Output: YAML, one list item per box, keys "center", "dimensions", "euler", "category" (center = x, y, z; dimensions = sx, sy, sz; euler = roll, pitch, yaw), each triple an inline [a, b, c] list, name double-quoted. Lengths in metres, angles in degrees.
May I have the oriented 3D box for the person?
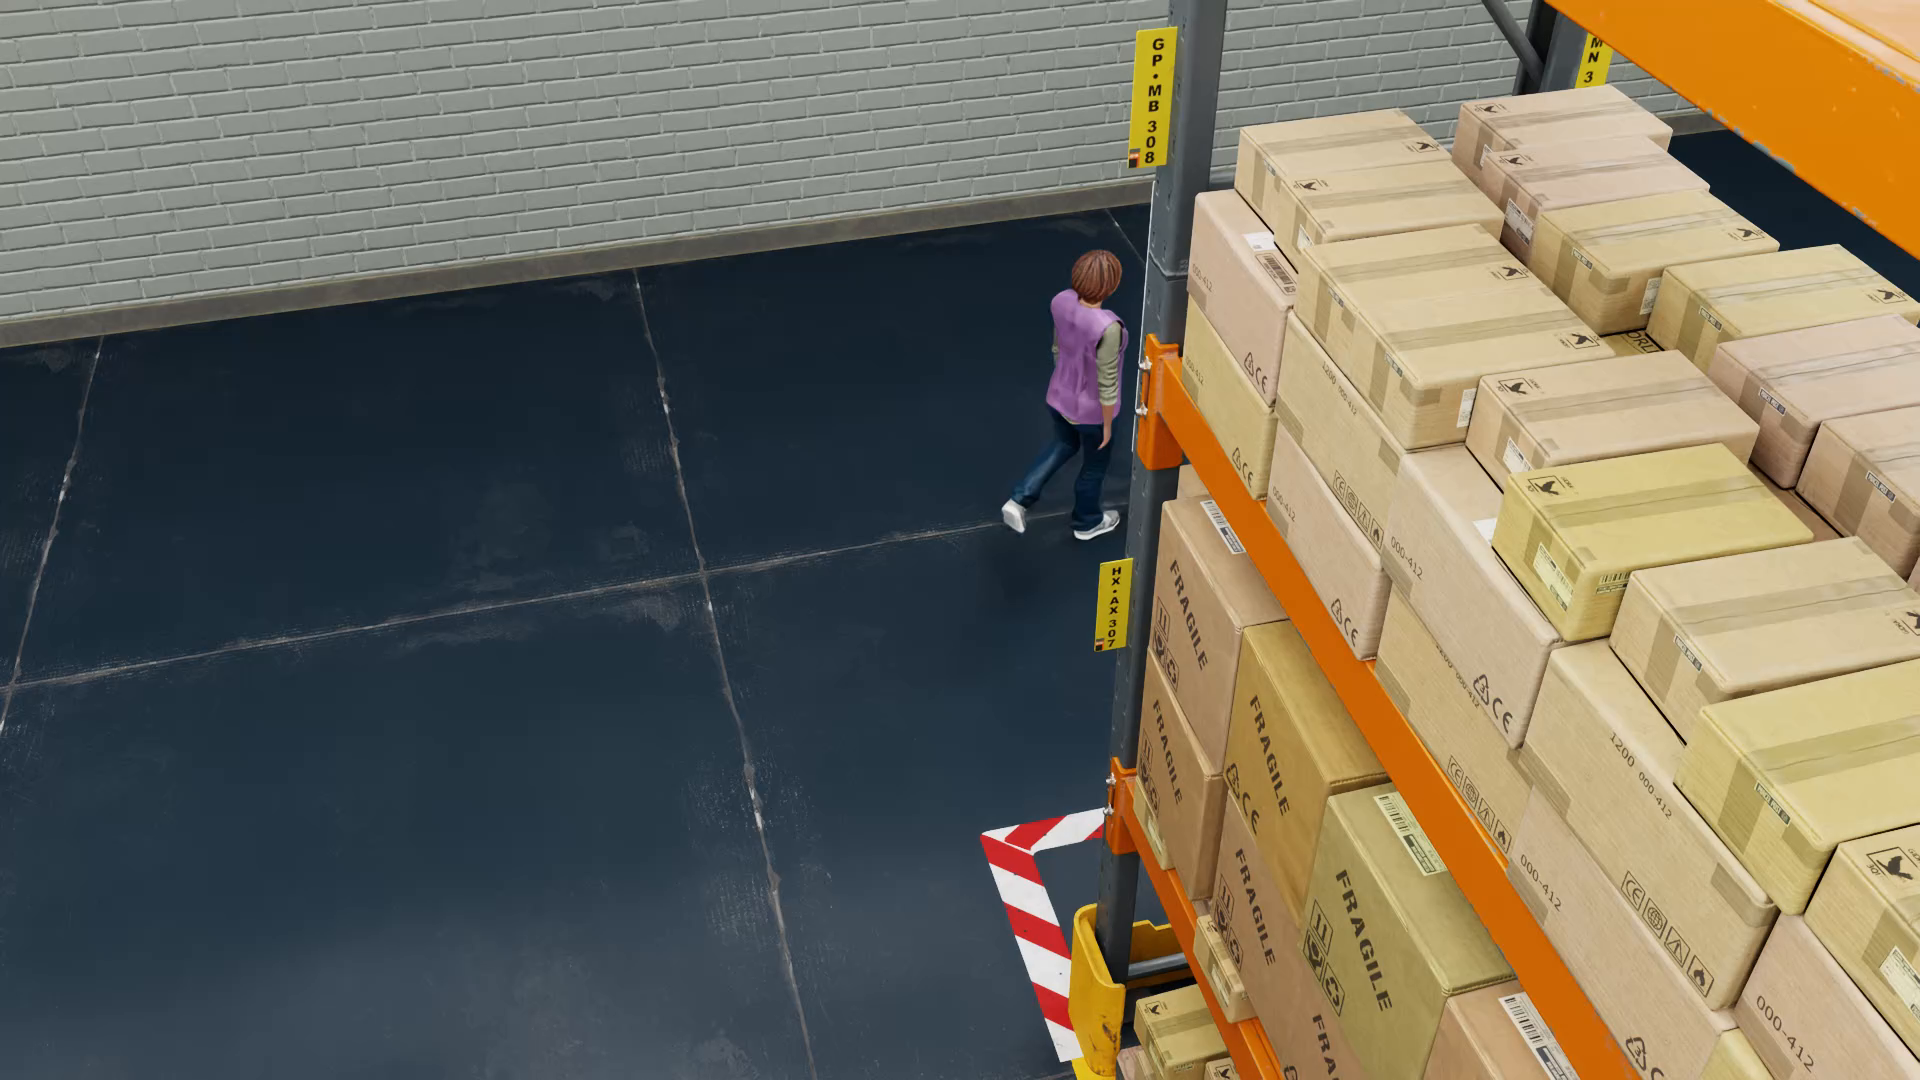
- center: [0.530, -0.588, 7.446]
  dimensions: [0.654, 1.593, 0.447]
  euler: [-28, 47, -31]
  category: "person"
